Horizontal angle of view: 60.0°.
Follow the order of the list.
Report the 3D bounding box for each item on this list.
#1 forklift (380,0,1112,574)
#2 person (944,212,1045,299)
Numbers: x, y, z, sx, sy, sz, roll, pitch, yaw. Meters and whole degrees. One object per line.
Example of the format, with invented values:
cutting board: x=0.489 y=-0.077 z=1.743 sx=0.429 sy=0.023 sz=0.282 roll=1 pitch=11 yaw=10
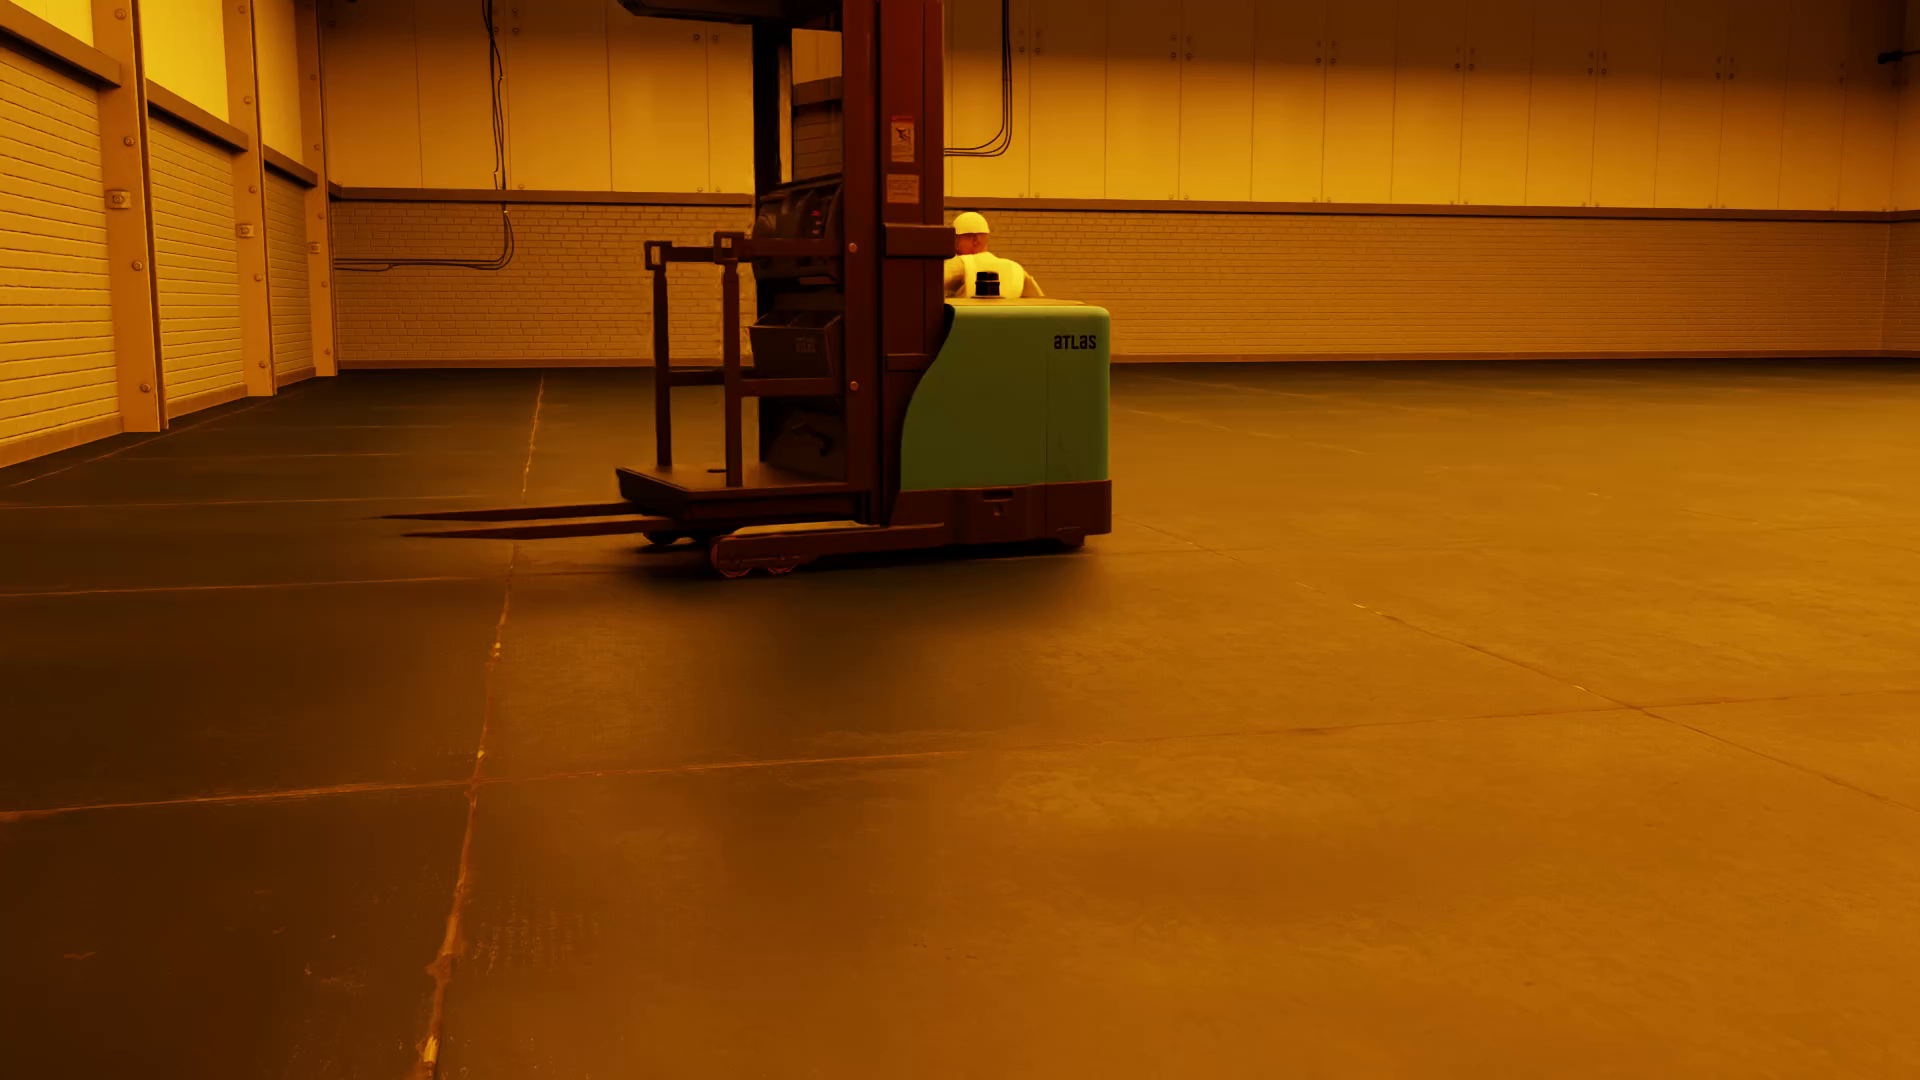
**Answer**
forklift: x=-0.878 y=-1.384 z=7.020 sx=3.031 sy=2.935 sz=1.130 roll=-4 pitch=9 yaw=-26
person: x=0.144 y=-1.050 z=9.640 sx=1.237 sy=1.678 sz=0.523 roll=-4 pitch=9 yaw=-26
